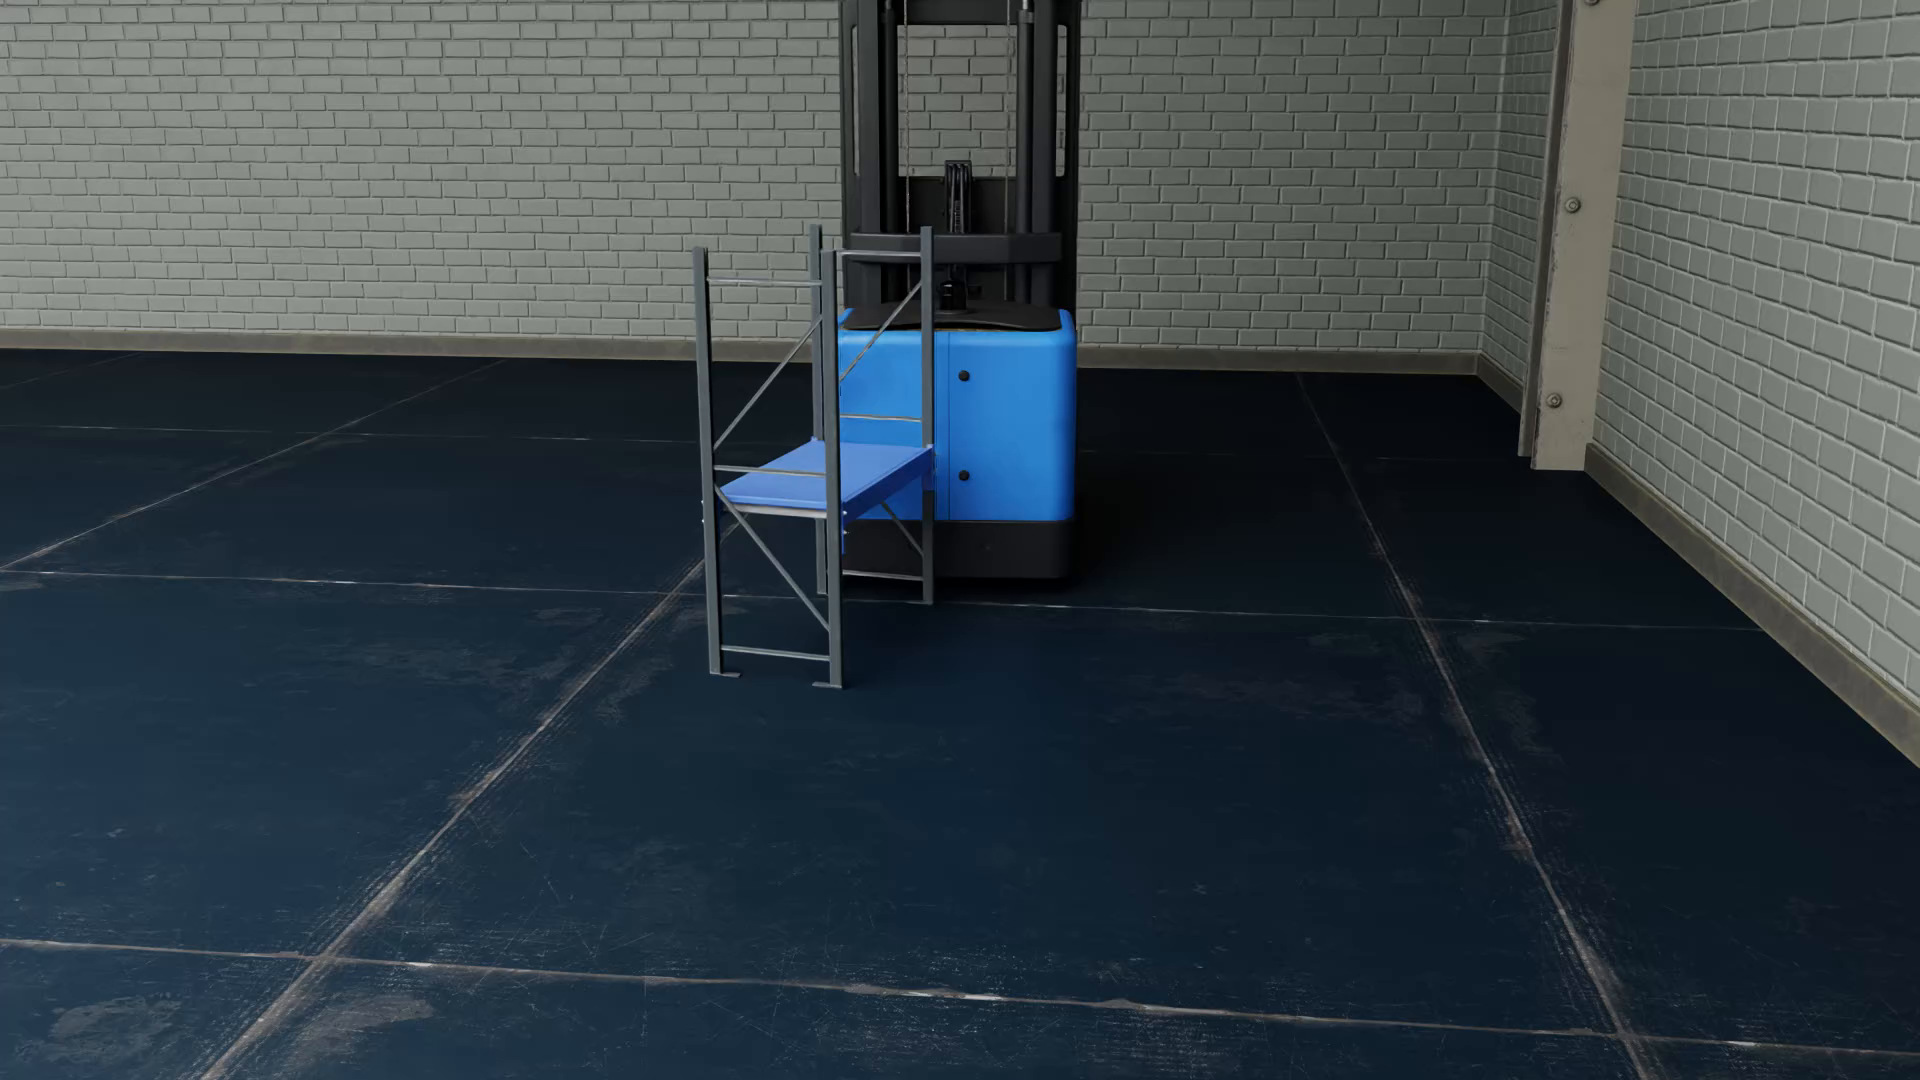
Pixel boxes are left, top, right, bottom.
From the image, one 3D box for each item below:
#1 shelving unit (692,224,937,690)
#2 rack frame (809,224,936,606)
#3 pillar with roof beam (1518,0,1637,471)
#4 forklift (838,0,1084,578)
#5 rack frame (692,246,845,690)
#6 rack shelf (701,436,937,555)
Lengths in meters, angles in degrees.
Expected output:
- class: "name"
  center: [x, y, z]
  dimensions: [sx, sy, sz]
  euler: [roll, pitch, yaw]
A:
- class: "shelving unit"
  center: [-0.493, -0.356, 6.105]
  dimensions: [0.538, 1.500, 1.048]
  euler: [5, 16, 17]
- class: "rack frame"
  center: [-0.342, -0.483, 6.573]
  dimensions: [0.500, 1.500, 0.032]
  euler: [5, 16, 17]
- class: "pillar with roof beam"
  center: [-0.971, -4.905, 8.562]
  dimensions: [9.100, 9.000, 0.400]
  euler: [2, 15, 6]
- class: "forklift"
  center: [0.007, -1.586, 7.913]
  dimensions: [1.130, 2.935, 3.031]
  euler: [1, 15, 2]
- class: "rack frame"
  center: [-0.643, -0.229, 5.636]
  dimensions: [0.500, 1.500, 0.032]
  euler: [5, 16, 17]
- class: "rack shelf"
  center: [-0.493, -0.182, 6.152]
  dimensions: [0.538, 0.185, 1.000]
  euler: [5, 16, 17]
